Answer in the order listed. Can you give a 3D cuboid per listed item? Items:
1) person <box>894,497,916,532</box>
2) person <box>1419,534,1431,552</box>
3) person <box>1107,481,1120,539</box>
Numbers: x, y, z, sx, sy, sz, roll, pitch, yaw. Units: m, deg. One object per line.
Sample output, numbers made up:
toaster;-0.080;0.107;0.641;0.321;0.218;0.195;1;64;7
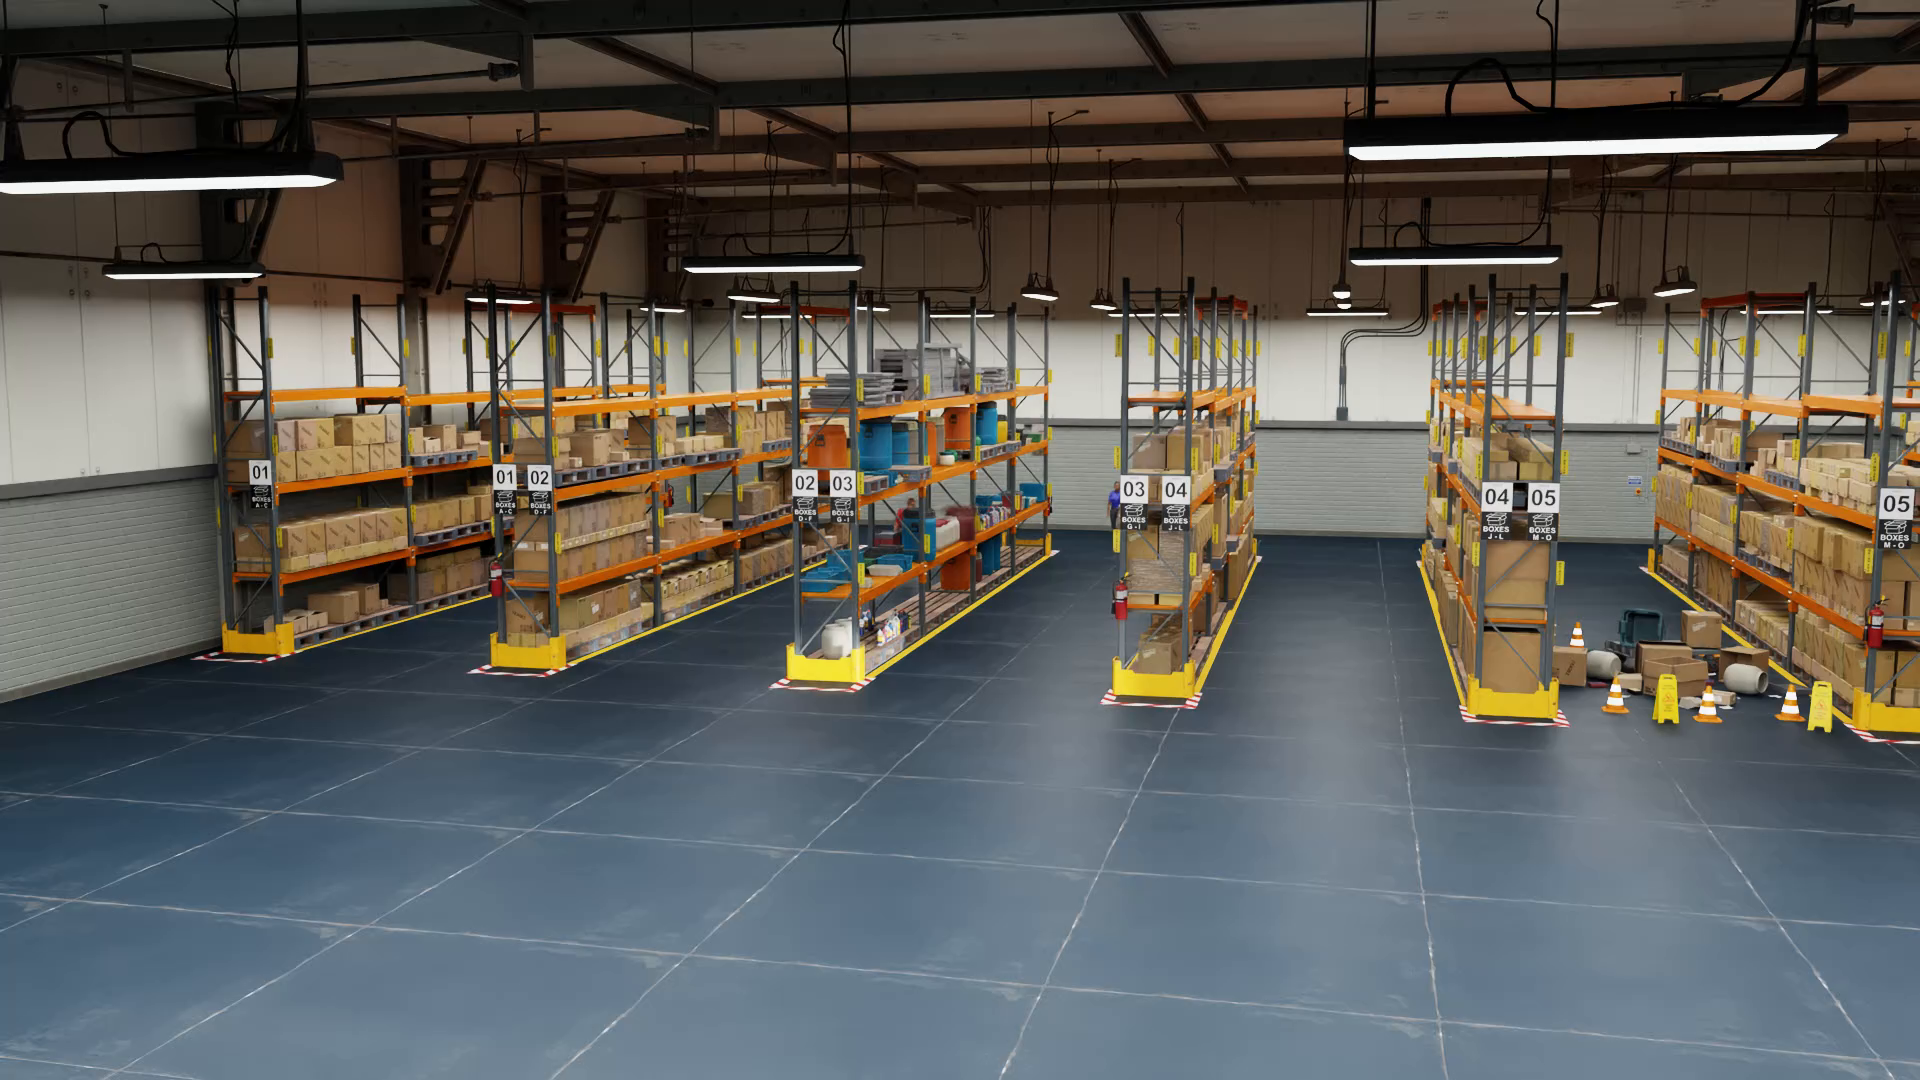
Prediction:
person;-1.122;-0.046;34.942;0.655;1.725;0.478;2;7;16
person;11.390;-0.306;39.670;0.891;1.504;0.413;4;8;32
person;4.033;-0.712;42.721;0.470;1.581;1.045;1;7;13
